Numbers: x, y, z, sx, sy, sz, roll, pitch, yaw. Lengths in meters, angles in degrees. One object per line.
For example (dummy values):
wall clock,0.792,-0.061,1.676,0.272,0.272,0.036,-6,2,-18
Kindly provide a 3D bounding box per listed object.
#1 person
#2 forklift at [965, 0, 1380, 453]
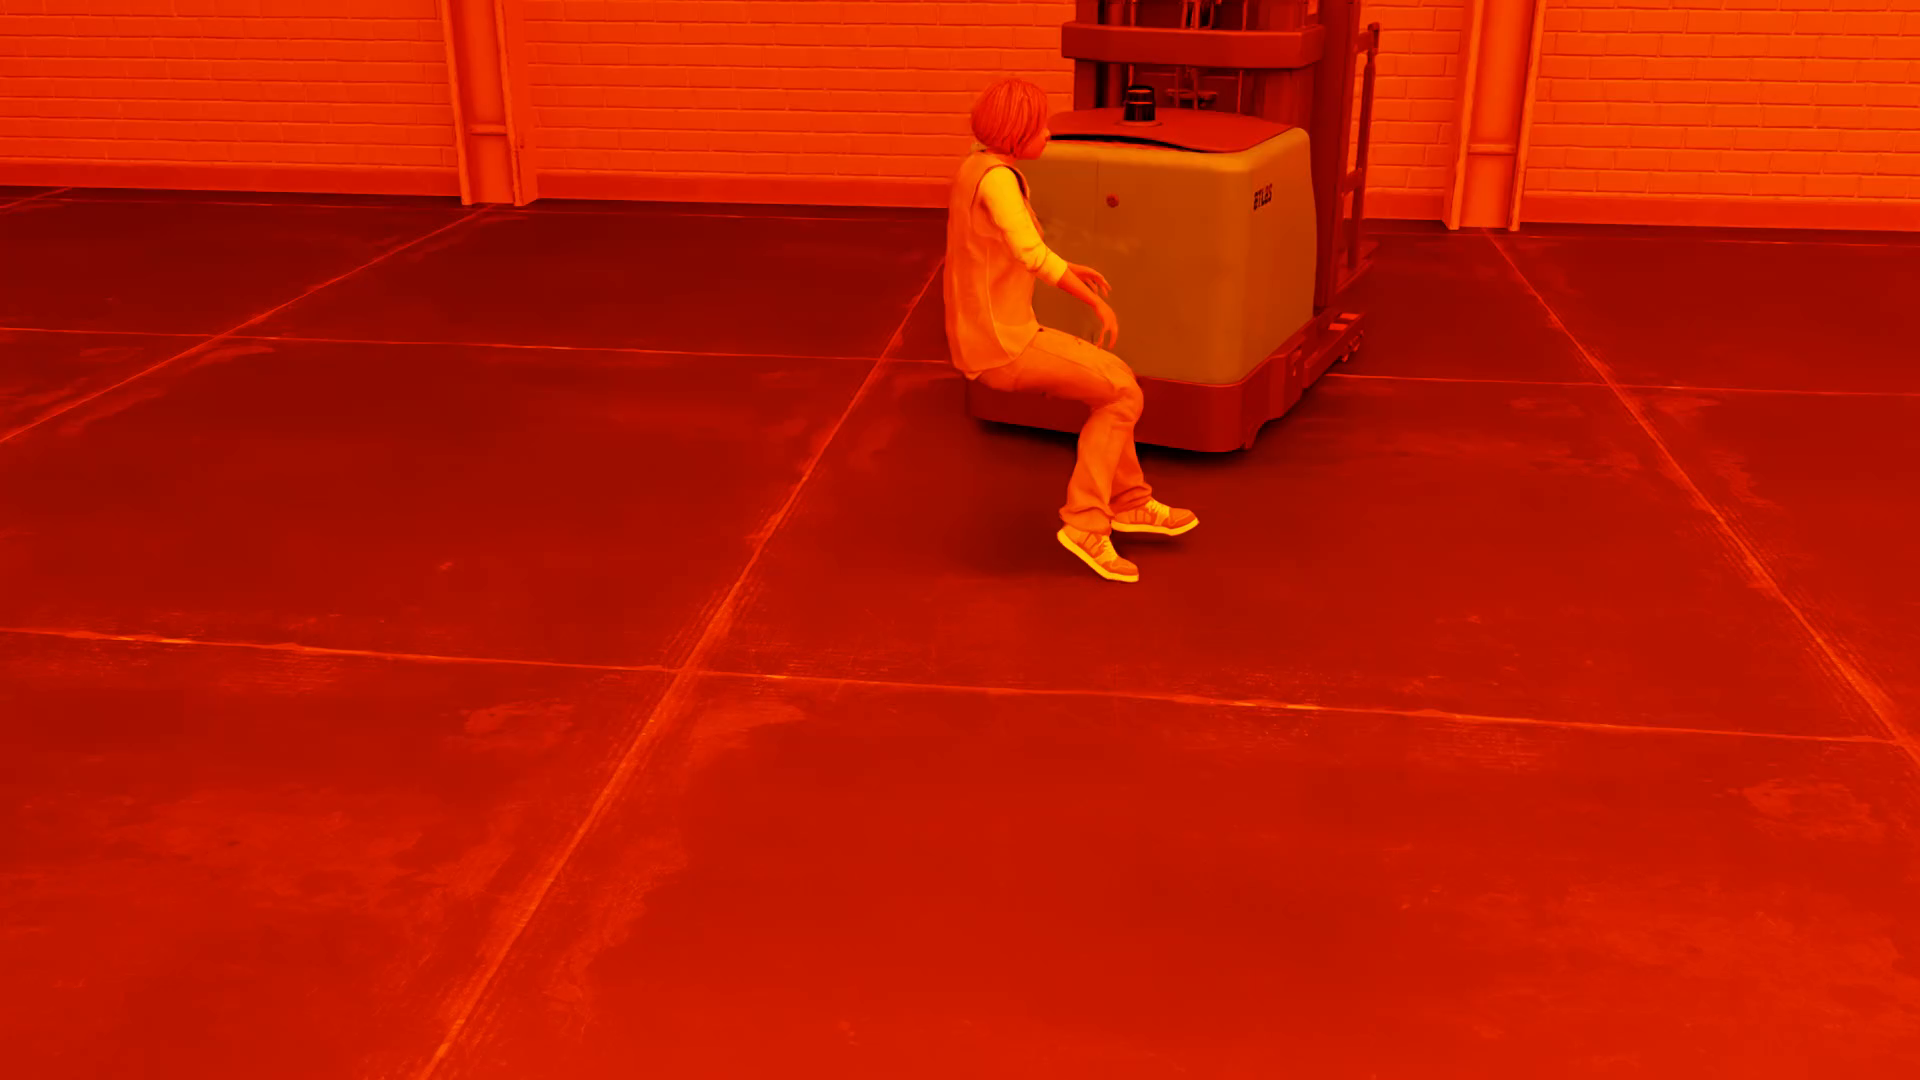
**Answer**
person,0.340,-0.635,4.871,0.760,1.395,0.689,-5,22,-12
forklift,1.113,-2.174,6.653,1.130,2.935,3.031,10,24,24
